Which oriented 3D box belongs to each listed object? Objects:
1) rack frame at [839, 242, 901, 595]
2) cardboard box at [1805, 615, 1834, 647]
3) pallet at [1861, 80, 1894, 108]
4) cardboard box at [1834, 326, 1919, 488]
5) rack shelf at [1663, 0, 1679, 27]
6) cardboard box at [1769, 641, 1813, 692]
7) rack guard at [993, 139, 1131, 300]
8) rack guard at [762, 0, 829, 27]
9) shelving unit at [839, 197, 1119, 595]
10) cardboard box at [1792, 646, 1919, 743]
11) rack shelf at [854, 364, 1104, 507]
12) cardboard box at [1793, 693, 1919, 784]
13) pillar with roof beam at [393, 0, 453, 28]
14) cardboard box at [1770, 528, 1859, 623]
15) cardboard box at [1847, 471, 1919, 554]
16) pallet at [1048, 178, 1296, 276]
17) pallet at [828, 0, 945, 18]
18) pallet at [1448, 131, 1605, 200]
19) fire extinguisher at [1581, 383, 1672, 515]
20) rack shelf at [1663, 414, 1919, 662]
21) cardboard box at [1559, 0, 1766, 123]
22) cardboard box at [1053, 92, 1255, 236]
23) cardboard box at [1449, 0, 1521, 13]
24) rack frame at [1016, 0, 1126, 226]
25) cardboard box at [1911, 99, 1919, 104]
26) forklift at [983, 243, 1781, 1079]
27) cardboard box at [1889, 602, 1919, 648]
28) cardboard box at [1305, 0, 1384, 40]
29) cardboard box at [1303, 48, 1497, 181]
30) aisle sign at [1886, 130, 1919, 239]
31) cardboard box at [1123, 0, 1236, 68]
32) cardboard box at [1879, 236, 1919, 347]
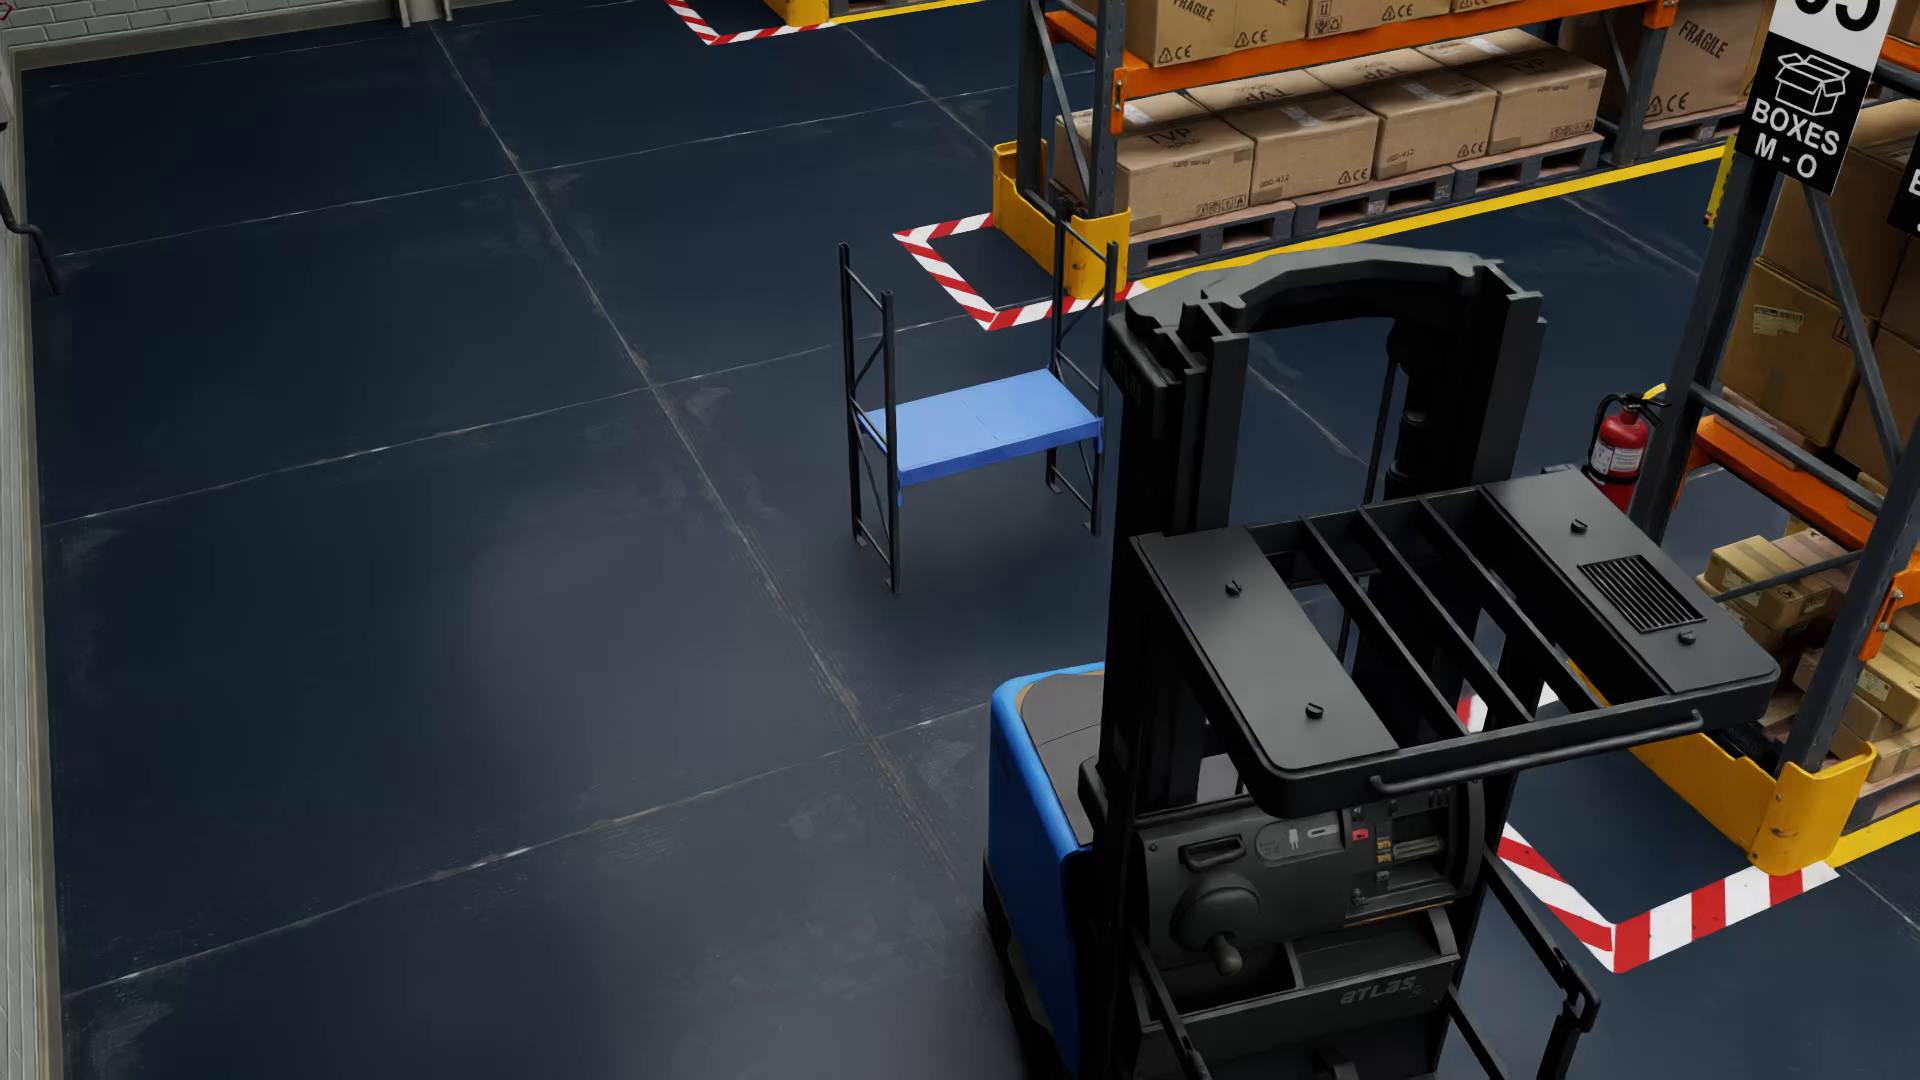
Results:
[{"bbox_3d":[-0.383,-0.495,7.159,0.032,1.500,0.500,-16,39,-20],"label":"rack frame"},{"bbox_3d":[3.421,0.233,6.709,0.250,0.149,0.380,-17,40,-21],"label":"cardboard box"},{"bbox_3d":[6.004,-3.383,12.134,1.213,0.211,1.003,-16,39,-20],"label":"pallet"},{"bbox_3d":[3.329,-0.424,5.470,0.500,0.500,0.500,-14,39,-18],"label":"cardboard box"},{"bbox_3d":[6.042,-4.173,11.462,4.000,0.370,1.077,-16,39,-20],"label":"rack shelf"},{"bbox_3d":[3.193,0.431,6.691,0.250,0.149,0.380,-15,39,-19],"label":"cardboard box"},{"bbox_3d":[0.589,-1.933,9.937,0.348,0.500,1.175,-16,39,-20],"label":"rack guard"},{"bbox_3d":[-1.433,-4.634,13.579,0.348,0.500,1.175,-16,39,-20],"label":"rack guard"},{"bbox_3d":[0.077,-0.624,7.332,1.048,1.500,0.538,-16,39,-20],"label":"shelving unit"},{"bbox_3d":[3.388,0.563,6.263,0.250,0.149,0.380,-14,39,-18],"label":"cardboard box"},{"bbox_3d":[0.077,-0.480,7.439,1.000,0.185,0.538,-16,39,-20],"label":"rack shelf"},{"bbox_3d":[3.415,0.717,6.306,0.250,0.149,0.380,-15,39,-19],"label":"cardboard box"},{"bbox_3d":[-2.497,-5.511,7.626,0.400,9.000,9.100,-16,39,-20],"label":"pillar with roof beam"},{"bbox_3d":[3.429,0.135,6.591,0.250,0.149,0.380,-15,39,-19],"label":"cardboard box"},{"bbox_3d":[3.238,-0.104,5.583,0.250,0.149,0.380,-16,39,-20],"label":"cardboard box"},{"bbox_3d":[1.301,-2.068,10.361,1.213,0.211,1.003,-16,39,-20],"label":"pallet"},{"bbox_3d":[-0.712,-4.721,13.937,1.213,0.211,1.003,-16,39,-20],"label":"pallet"},{"bbox_3d":[3.510,-2.685,11.193,1.213,0.211,1.003,-16,39,-20],"label":"pallet"},{"bbox_3d":[2.381,-0.304,6.019,0.183,0.674,0.296,-16,39,-20],"label":"fire extinguisher"},{"bbox_3d":[4.616,-0.517,6.532,4.000,0.370,1.077,-16,39,-20],"label":"rack shelf"},{"bbox_3d":[4.759,-3.471,11.343,0.875,0.875,0.875,-14,39,-19],"label":"cardboard box"},{"bbox_3d":[1.165,-2.304,10.136,0.875,0.438,0.875,-17,40,-21],"label":"cardboard box"},{"bbox_3d":[3.008,-3.472,9.830,0.500,0.500,0.500,-16,40,-21],"label":"cardboard box"},{"bbox_3d":[0.610,-2.943,9.200,0.127,3.000,1.000,-16,39,-20],"label":"rack frame"},{"bbox_3d":[3.572,-1.239,5.729,0.500,0.500,0.500,-17,40,-21],"label":"cardboard box"},{"bbox_3d":[0.965,0.908,4.066,1.130,2.935,3.031,-9,38,-12],"label":"forklift"},{"bbox_3d":[3.622,0.354,6.296,0.250,0.149,0.380,-15,39,-19],"label":"cardboard box"},{"bbox_3d":[2.081,-3.212,9.479,0.500,0.500,0.500,-16,39,-20],"label":"cardboard box"},{"bbox_3d":[2.807,-2.767,10.761,0.875,0.438,0.875,-17,40,-21],"label":"cardboard box"},{"bbox_3d":[2.866,-1.163,4.618,0.004,0.787,0.394,-16,39,-20],"label":"aisle sign"},{"bbox_3d":[1.167,-2.950,9.125,0.500,0.500,0.500,-16,39,-20],"label":"cardboard box"},{"bbox_3d":[3.324,-0.831,5.180,0.500,0.500,0.500,-16,39,-20],"label":"cardboard box"}]
